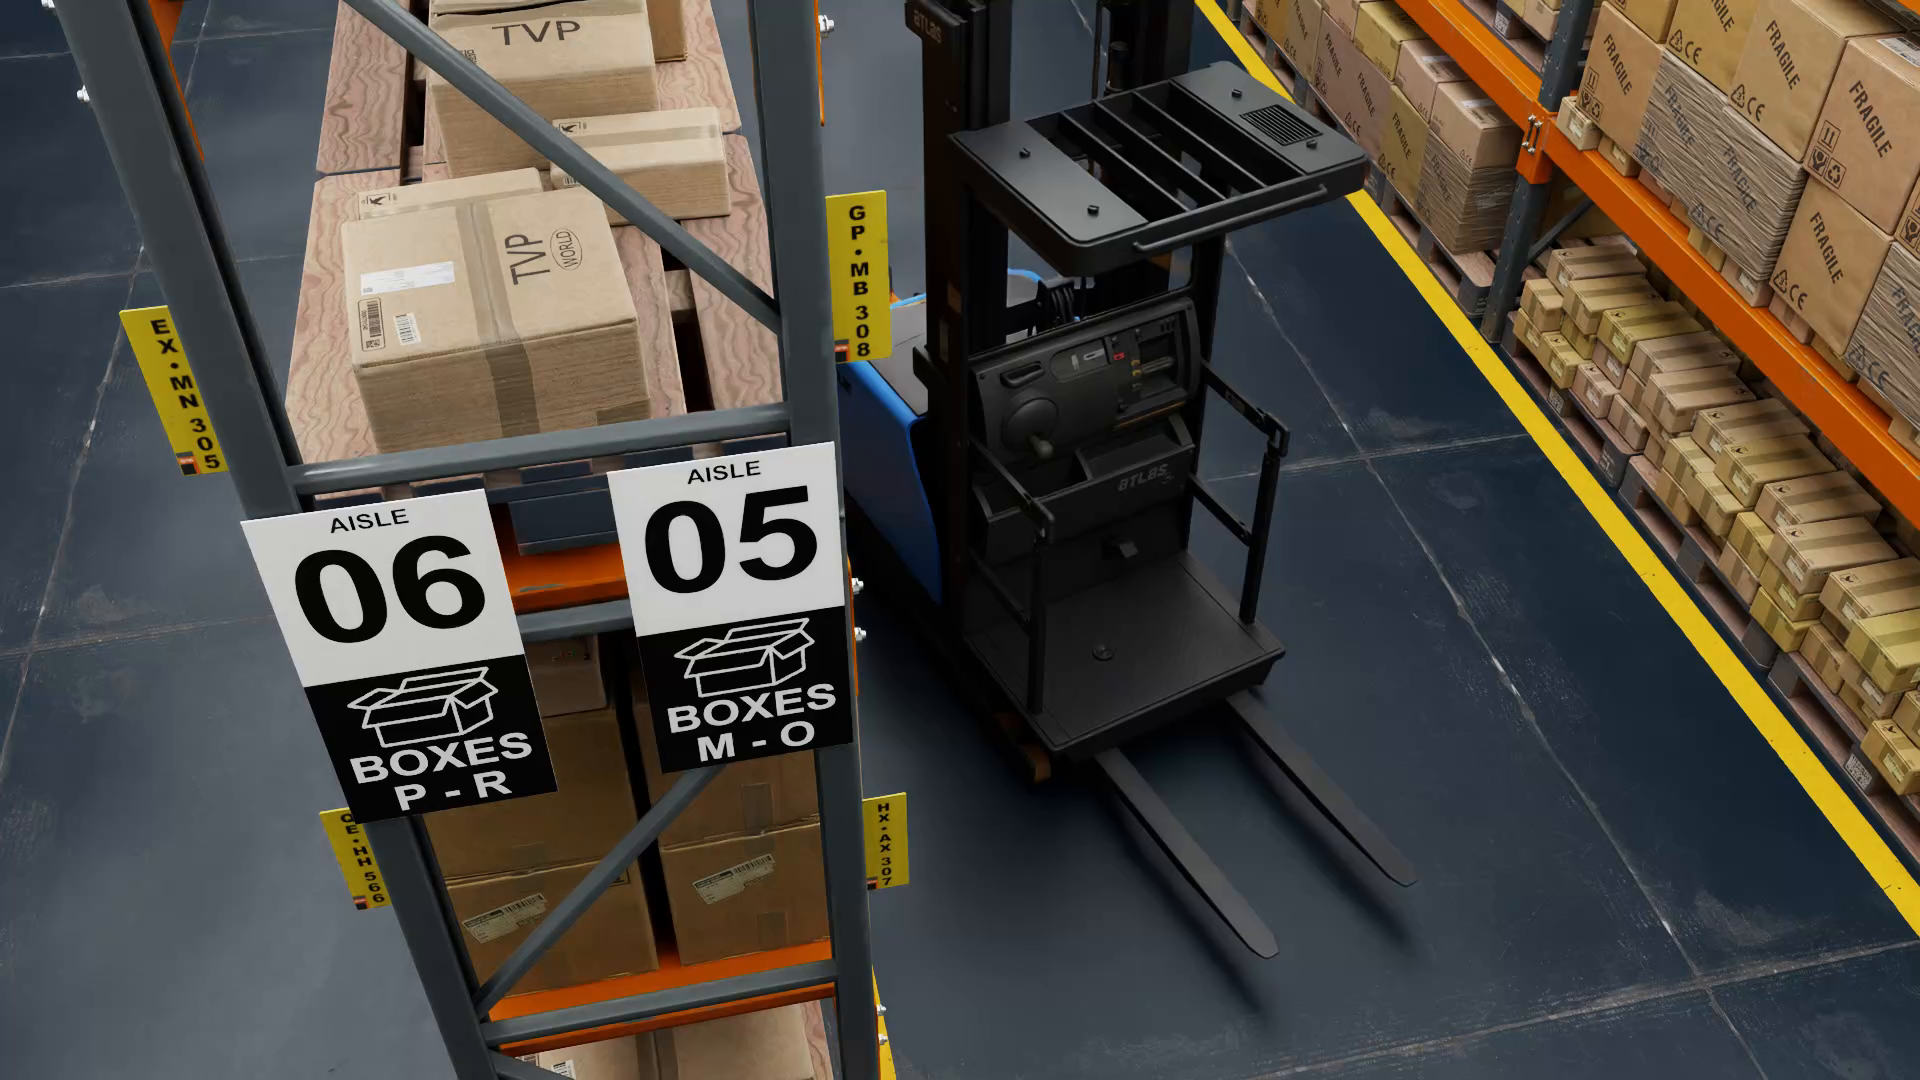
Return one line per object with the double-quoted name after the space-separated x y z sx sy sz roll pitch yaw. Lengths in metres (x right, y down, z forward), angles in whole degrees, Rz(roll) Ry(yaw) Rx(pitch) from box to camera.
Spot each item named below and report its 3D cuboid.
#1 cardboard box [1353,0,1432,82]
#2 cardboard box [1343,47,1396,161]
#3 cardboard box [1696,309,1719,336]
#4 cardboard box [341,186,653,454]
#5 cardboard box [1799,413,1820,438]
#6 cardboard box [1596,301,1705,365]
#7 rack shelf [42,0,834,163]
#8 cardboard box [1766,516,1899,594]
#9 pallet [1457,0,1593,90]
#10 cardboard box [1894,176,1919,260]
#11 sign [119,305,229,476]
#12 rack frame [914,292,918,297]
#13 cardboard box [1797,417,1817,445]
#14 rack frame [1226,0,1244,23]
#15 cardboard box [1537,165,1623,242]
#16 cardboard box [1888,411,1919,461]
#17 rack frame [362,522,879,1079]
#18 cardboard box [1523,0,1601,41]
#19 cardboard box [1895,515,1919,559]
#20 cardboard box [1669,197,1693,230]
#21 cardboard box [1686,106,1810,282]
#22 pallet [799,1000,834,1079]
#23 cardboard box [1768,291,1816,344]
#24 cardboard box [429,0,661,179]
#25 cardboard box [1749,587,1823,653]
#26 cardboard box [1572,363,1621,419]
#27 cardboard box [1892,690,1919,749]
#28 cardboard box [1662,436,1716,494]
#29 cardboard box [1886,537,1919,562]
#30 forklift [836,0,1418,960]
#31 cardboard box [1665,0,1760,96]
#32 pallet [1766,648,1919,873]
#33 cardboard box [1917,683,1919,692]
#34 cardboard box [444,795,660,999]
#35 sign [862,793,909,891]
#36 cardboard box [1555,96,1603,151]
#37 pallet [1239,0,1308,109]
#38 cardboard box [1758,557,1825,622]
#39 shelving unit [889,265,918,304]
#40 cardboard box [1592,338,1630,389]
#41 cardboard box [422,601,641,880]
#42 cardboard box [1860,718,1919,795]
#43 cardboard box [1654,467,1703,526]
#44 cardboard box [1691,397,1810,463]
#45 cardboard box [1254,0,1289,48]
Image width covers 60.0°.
2.603 -2.874 9.512 0.500 0.250 0.500 -10 43 -11 "cardboard box"
2.614 -2.581 9.746 0.500 0.500 0.500 -9 42 -10 "cardboard box"
3.722 -1.049 7.837 0.380 0.149 0.250 -9 42 -10 "cardboard box"
-0.897 -0.421 3.208 0.500 0.250 0.500 -12 43 -13 "cardboard box"
3.921 -0.534 7.257 0.380 0.149 0.250 -10 43 -11 "cardboard box"
3.213 -0.966 7.743 0.380 0.149 0.250 -9 42 -10 "cardboard box"
-1.143 -2.003 3.853 1.077 0.370 4.000 -8 42 -9 "rack shelf"
3.454 0.059 6.588 0.380 0.149 0.250 -7 42 -8 "cardboard box"
3.214 -2.694 8.451 1.003 0.211 1.213 -8 42 -9 "pallet"
3.528 -1.104 5.464 0.500 0.500 0.500 -6 42 -7 "cardboard box"
-1.244 -0.236 2.671 0.100 0.325 0.005 -8 42 -9 "sign"
-0.270 -0.641 7.463 0.200 1.050 0.008 -20 46 -22 "rack frame"
3.831 -0.432 7.366 0.380 0.149 0.250 -10 43 -11 "cardboard box"
2.373 -4.842 10.727 1.000 3.000 0.127 -8 42 -9 "rack frame"
3.336 -1.988 9.079 0.500 0.500 0.500 -7 42 -8 "cardboard box"
3.562 -0.397 5.909 0.380 0.149 0.250 -10 43 -11 "cardboard box"
-0.712 1.118 4.012 1.000 3.000 0.127 -8 42 -9 "rack frame"
2.958 -2.541 8.008 0.380 0.149 0.250 -9 42 -10 "cardboard box"
4.027 -0.031 6.690 0.380 0.149 0.250 -7 42 -8 "cardboard box"
3.268 -1.426 7.068 0.380 0.149 0.250 -10 43 -11 "cardboard box"
3.285 -1.389 6.538 0.500 0.500 0.500 -9 42 -10 "cardboard box"
-0.961 1.654 5.509 1.003 0.211 1.213 -8 42 -9 "pallet"
3.413 -0.911 6.488 0.380 0.149 0.250 -7 42 -8 "cardboard box"
-0.986 -1.142 3.975 0.500 0.311 0.500 -8 42 -9 "cardboard box"
3.473 0.291 6.776 0.380 0.149 0.250 -10 43 -11 "cardboard box"
3.163 -0.732 7.928 0.380 0.149 0.250 -9 42 -9 "cardboard box"
3.704 0.663 6.132 0.380 0.149 0.250 -9 42 -10 "cardboard box"
3.317 -0.337 7.259 0.380 0.149 0.250 -9 42 -10 "cardboard box"
3.995 0.093 6.774 0.380 0.149 0.250 -10 43 -11 "cardboard box"
0.580 -0.500 5.887 1.130 2.935 3.031 -20 46 -22 "forklift"
3.223 -2.111 6.597 0.500 0.500 0.500 -10 42 -11 "cardboard box"
3.943 0.805 6.465 1.003 0.211 1.213 -8 42 -9 "pallet"
3.740 0.552 6.033 0.380 0.149 0.250 -8 42 -8 "cardboard box"
-1.074 0.806 4.289 0.500 0.500 0.500 -8 42 -9 "cardboard box"
-0.168 0.689 3.784 0.100 0.325 0.005 -8 42 -9 "sign"
2.978 -1.925 7.630 0.380 0.149 0.250 -7 42 -8 "cardboard box"
2.540 -3.293 11.082 1.003 0.211 1.213 -8 42 -9 "pallet"
3.469 0.170 6.688 0.380 0.149 0.250 -8 42 -9 "cardboard box"
-0.330 -0.712 7.543 0.215 1.050 0.252 -20 46 -22 "shelving unit"
3.232 -0.867 7.856 0.380 0.149 0.250 -9 42 -10 "cardboard box"
-1.048 0.429 3.961 0.500 0.500 0.500 -7 42 -8 "cardboard box"
3.628 0.789 6.214 0.380 0.149 0.250 -7 42 -8 "cardboard box"
3.321 -0.223 7.354 0.380 0.149 0.250 -9 42 -10 "cardboard box"
3.406 -0.459 7.172 0.380 0.149 0.250 -10 43 -11 "cardboard box"
2.277 -3.569 10.860 0.500 0.500 0.500 -10 43 -11 "cardboard box"
